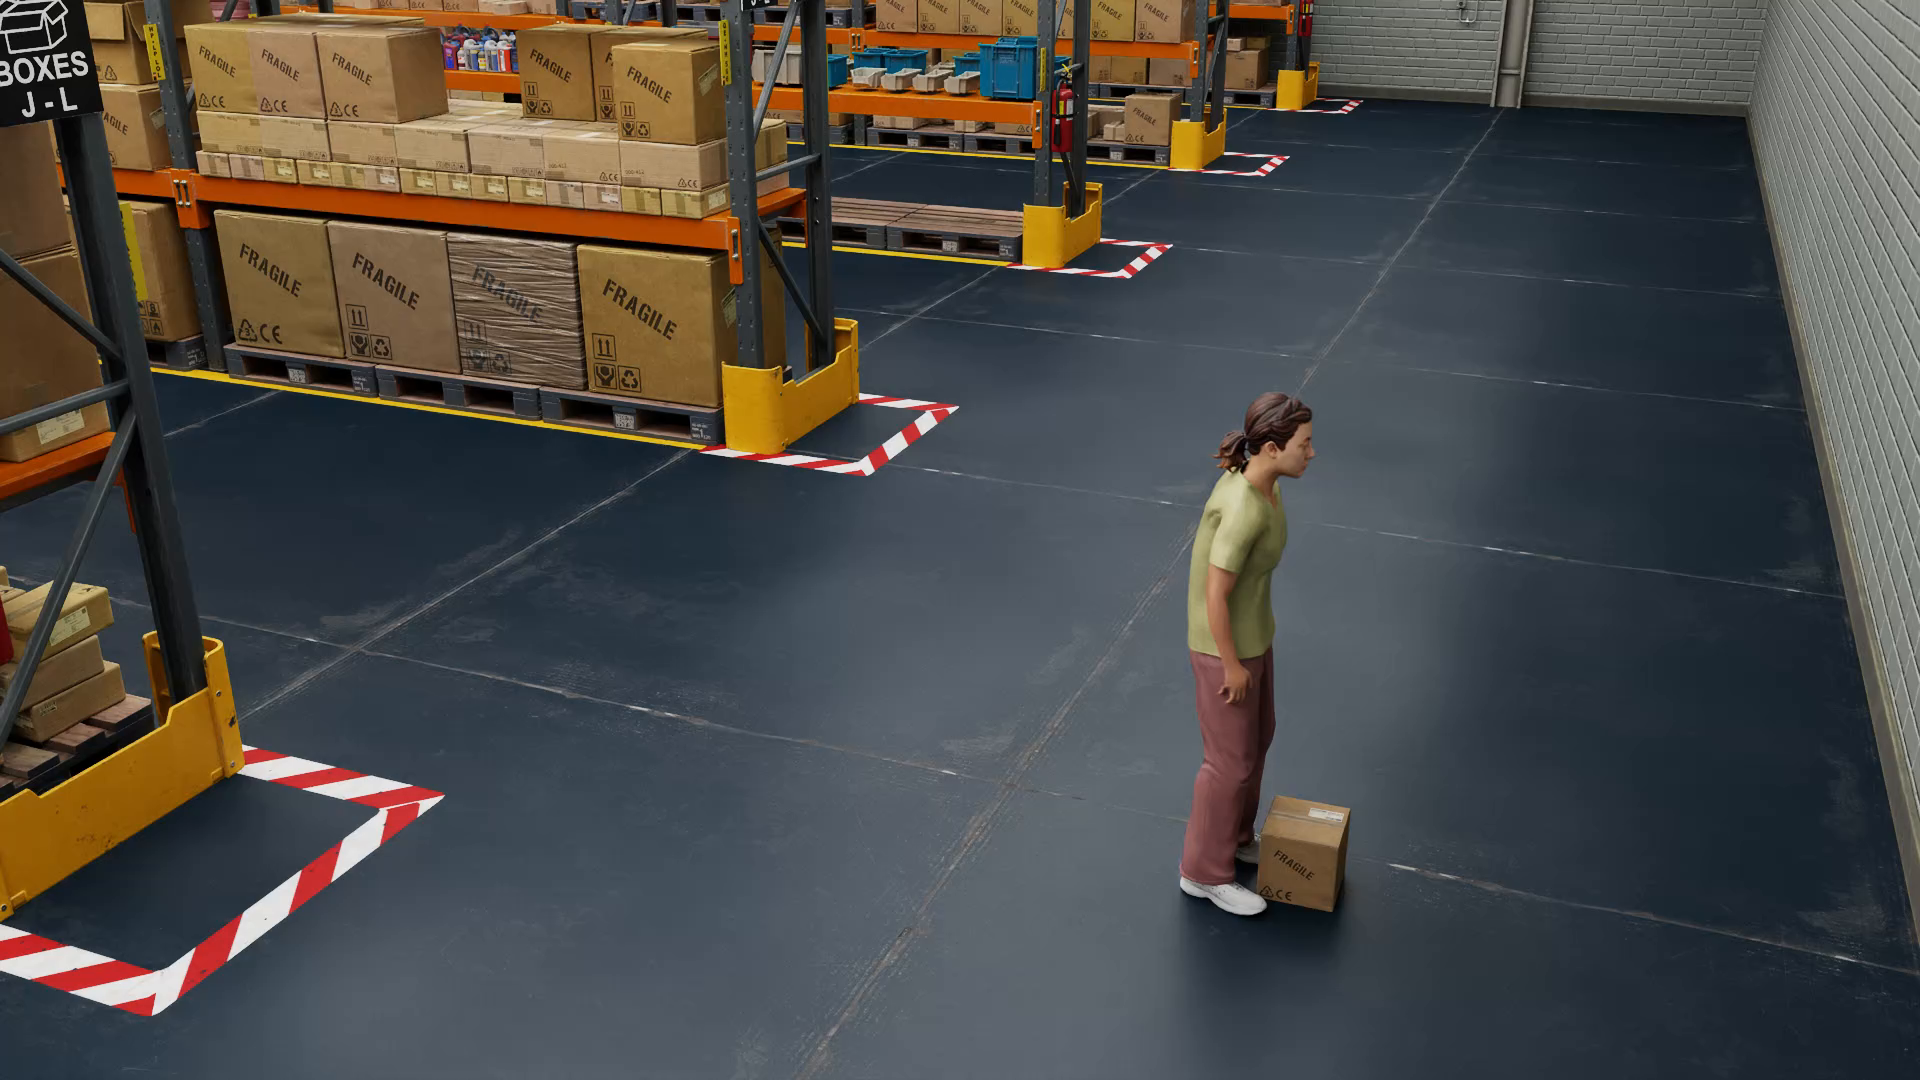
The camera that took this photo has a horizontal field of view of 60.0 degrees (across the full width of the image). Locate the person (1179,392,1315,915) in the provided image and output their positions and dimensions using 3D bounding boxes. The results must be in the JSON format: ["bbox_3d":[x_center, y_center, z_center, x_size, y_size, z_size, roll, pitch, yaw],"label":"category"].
[{"bbox_3d":[0.901,0.337,5.278,0.356,1.673,0.513,8,24,19],"label":"person"}]
